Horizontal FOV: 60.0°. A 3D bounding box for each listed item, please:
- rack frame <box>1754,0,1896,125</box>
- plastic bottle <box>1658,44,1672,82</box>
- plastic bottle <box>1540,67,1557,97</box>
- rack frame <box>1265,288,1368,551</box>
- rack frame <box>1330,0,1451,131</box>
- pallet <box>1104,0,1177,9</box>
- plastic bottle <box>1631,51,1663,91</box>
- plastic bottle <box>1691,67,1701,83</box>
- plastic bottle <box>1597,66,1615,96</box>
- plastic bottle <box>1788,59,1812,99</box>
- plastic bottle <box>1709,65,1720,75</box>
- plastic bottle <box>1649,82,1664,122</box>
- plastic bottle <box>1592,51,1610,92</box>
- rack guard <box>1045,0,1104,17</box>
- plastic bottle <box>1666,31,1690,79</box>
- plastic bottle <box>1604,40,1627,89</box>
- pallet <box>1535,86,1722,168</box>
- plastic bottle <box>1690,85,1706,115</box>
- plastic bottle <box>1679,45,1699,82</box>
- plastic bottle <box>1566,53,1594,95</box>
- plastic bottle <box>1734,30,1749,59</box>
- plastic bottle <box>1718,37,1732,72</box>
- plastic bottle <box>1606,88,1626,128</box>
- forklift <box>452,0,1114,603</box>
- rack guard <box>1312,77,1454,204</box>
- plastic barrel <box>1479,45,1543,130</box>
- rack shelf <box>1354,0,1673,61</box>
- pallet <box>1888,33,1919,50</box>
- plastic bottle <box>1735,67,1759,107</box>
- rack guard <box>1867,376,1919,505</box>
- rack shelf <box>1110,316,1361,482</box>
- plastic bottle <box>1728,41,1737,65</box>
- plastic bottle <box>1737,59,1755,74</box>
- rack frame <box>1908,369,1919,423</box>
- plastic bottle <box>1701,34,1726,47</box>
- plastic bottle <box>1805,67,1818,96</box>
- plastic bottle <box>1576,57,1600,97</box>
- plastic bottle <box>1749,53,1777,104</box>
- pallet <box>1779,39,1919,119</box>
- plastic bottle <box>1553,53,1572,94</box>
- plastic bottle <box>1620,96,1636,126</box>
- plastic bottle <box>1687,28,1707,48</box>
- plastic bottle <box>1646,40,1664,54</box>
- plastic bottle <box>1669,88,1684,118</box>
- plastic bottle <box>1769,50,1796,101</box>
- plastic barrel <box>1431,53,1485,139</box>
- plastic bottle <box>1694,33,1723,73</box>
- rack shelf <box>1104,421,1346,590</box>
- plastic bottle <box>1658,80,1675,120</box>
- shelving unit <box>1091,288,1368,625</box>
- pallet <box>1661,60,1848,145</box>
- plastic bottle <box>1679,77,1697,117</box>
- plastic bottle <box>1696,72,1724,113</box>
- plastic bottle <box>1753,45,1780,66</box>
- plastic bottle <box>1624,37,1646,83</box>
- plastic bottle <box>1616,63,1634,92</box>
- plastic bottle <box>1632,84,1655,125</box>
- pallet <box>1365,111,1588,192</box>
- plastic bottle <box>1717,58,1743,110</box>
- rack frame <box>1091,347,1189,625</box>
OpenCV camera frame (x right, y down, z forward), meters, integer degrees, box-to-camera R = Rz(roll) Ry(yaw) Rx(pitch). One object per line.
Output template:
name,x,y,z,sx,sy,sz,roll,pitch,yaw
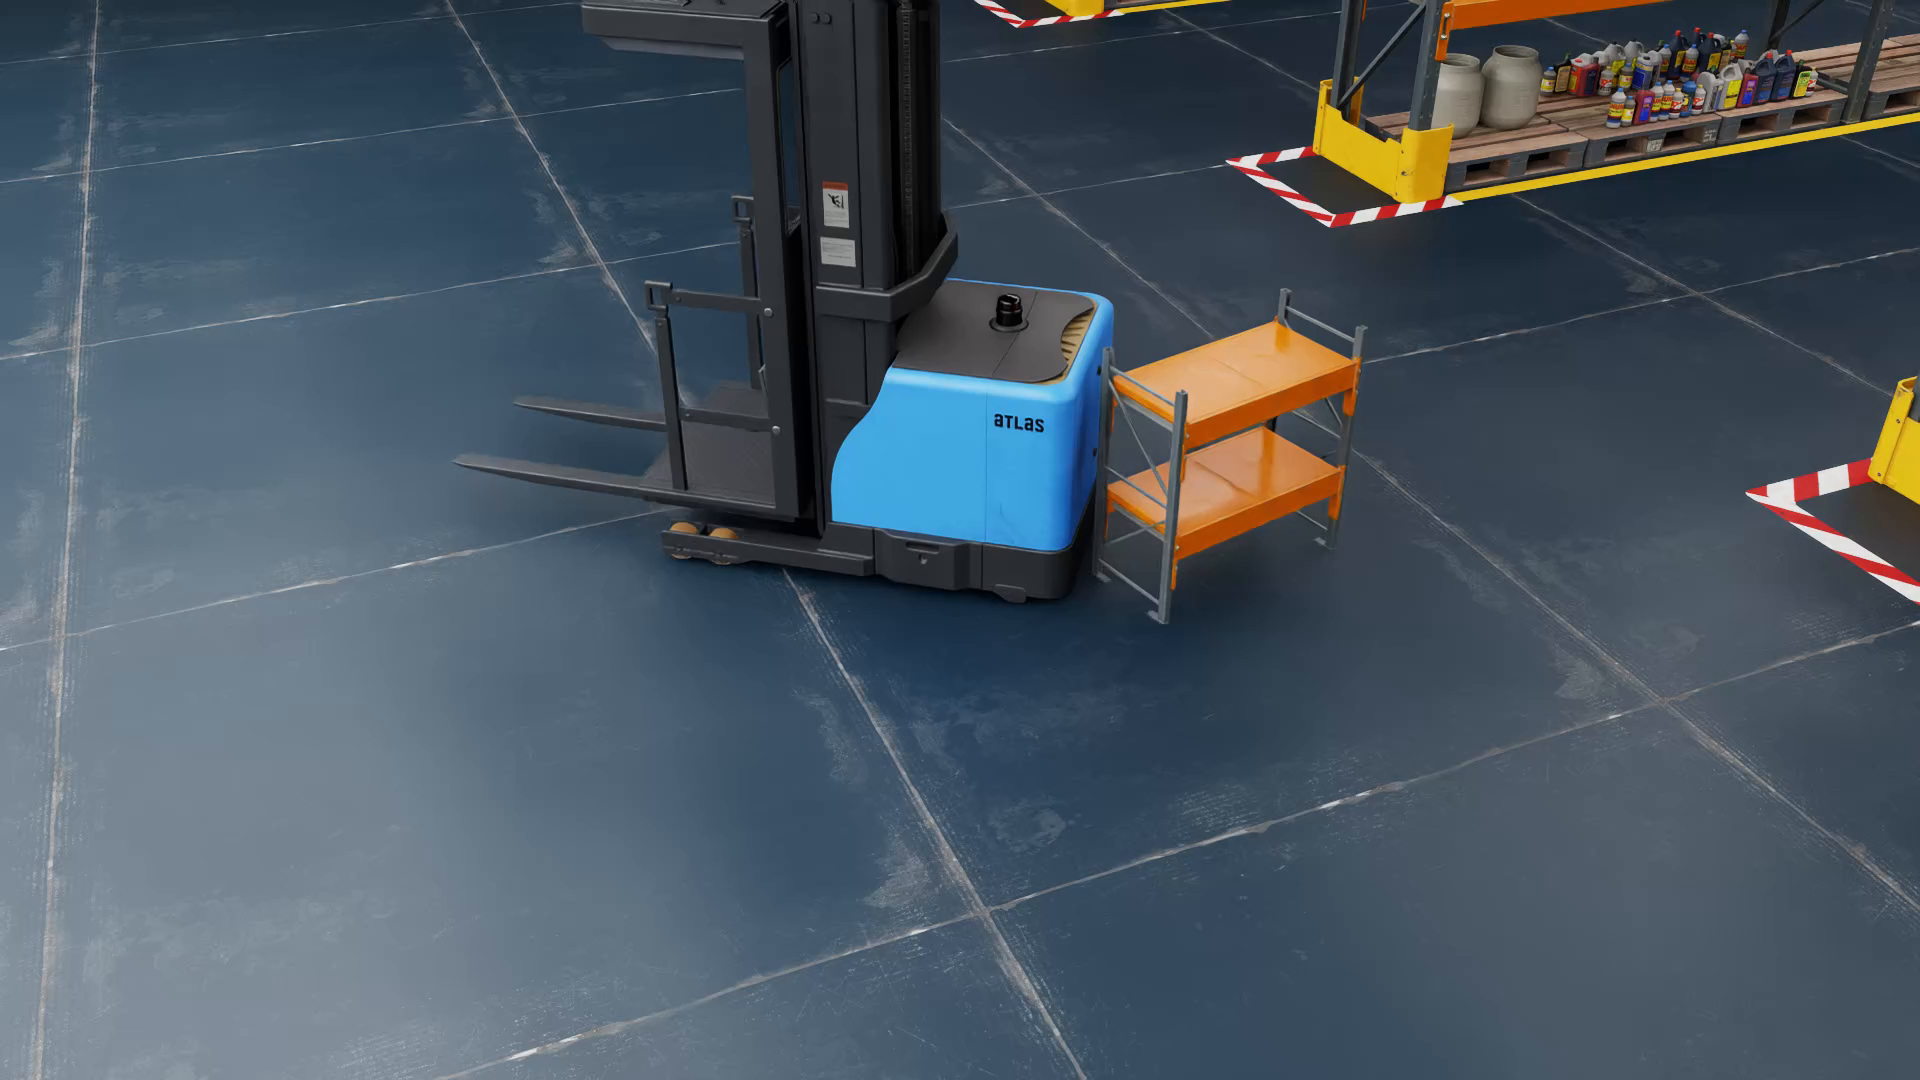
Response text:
rack frame,6.567,-4.655,12.155,0.127,3.000,1.000,-13,35,-19
plastic bottle,5.367,-3.645,12.700,0.097,0.271,0.097,0,33,0
plastic bottle,4.402,-3.431,12.435,0.097,0.201,0.097,0,33,0
rack frame,1.582,-0.537,7.543,0.032,1.125,0.500,-21,38,-29
rack frame,2.879,-3.811,10.857,0.127,3.000,1.000,-13,35,-19
pallet,1.653,-5.316,15.727,1.213,0.211,1.003,-13,35,-19
plastic bottle,5.176,-3.538,12.531,0.135,0.276,0.152,-13,35,-19
plastic bottle,5.417,-3.333,12.209,0.133,0.283,0.061,-13,35,-19
plastic bottle,4.839,-3.441,12.450,0.097,0.201,0.097,0,33,0
plastic bottle,6.251,-3.434,12.364,0.133,0.283,0.061,-11,35,-17
plastic bottle,5.546,-3.358,12.247,0.133,0.283,0.061,-13,35,-19
plastic bottle,4.987,-3.150,11.939,0.097,0.271,0.097,0,33,0
plastic bottle,4.773,-3.531,12.520,0.135,0.276,0.152,-14,36,-20
rack guard,0.942,-5.250,15.360,0.348,0.500,1.175,-13,35,-19
plastic bottle,5.488,-3.728,12.755,0.185,0.351,0.144,-14,36,-21
plastic bottle,4.924,-3.599,12.556,0.185,0.351,0.144,-11,35,-17
pallet,4.805,-3.106,12.330,1.213,0.211,1.003,-13,35,-19
plastic bottle,5.360,-3.206,12.090,0.097,0.201,0.097,0,33,0
plastic bottle,5.575,-3.643,12.697,0.097,0.271,0.097,0,33,0
plastic bottle,4.645,-3.501,12.475,0.135,0.276,0.152,-13,35,-19
plastic bottle,6.103,-3.849,13.014,0.097,0.271,0.097,0,33,0
plastic bottle,5.858,-3.719,12.803,0.133,0.283,0.061,-13,35,-19
plastic bottle,4.671,-3.078,11.828,0.097,0.271,0.097,0,33,0
forklift,-0.870,-1.383,7.188,3.031,2.935,1.130,8,34,12
rack guard,2.931,-2.803,11.599,0.348,0.500,1.175,-13,35,-19
plastic barrel,3.918,-3.227,11.856,0.421,0.512,0.421,0,33,0
rack shelf,4.723,-3.932,11.702,4.000,0.370,1.077,-13,35,-19
pallet,8.402,-3.932,13.599,1.213,0.211,1.003,-13,35,-19
plastic bottle,5.774,-3.325,12.196,0.133,0.283,0.061,-11,35,-16
rack guard,4.866,-0.289,7.735,0.348,0.500,1.175,-13,35,-19
rack shelf,1.166,-0.623,7.139,1.000,0.278,0.538,-21,38,-29
plastic bottle,6.010,-3.799,13.000,0.097,0.201,0.097,0,33,0
plastic bottle,5.827,-3.446,12.390,0.135,0.276,0.152,-13,35,-19
rack frame,4.796,-1.320,7.029,0.127,3.000,1.000,-13,35,-19
plastic bottle,5.816,-3.769,12.887,0.135,0.276,0.152,-12,35,-17
plastic bottle,6.353,-3.434,12.439,0.097,0.201,0.097,0,33,0
plastic bottle,4.687,-3.451,12.391,0.133,0.283,0.061,-13,35,-19
plastic bottle,5.908,-3.408,12.263,0.185,0.351,0.144,-15,36,-21
pallet,7.276,-3.672,13.200,1.213,0.211,1.003,-13,35,-19
plastic bottle,4.503,-3.499,12.464,0.133,0.283,0.061,-12,35,-18
plastic bottle,4.766,-3.070,11.881,0.097,0.201,0.097,0,33,0
plastic bottle,5.662,-3.768,12.816,0.185,0.351,0.144,-12,35,-18
plastic bottle,5.320,-3.686,12.752,0.133,0.283,0.061,-11,35,-17
plastic bottle,5.171,-3.163,12.023,0.097,0.201,0.097,0,33,0
plastic bottle,6.085,-3.449,12.325,0.185,0.351,0.144,-14,36,-20
plastic barrel,3.456,-3.122,11.693,0.421,0.512,0.421,0,33,0
plastic bottle,5.718,-3.695,12.704,0.185,0.351,0.144,-13,35,-19
rack shelf,1.166,-0.172,7.432,1.000,0.278,0.538,-21,38,-29
plastic bottle,5.079,-3.171,11.972,0.097,0.271,0.097,0,33,0
shelving unit,1.166,-0.377,7.298,1.048,1.125,0.538,-21,38,-29
pallet,5.931,-3.366,12.729,1.213,0.211,1.003,-13,35,-19
plastic bottle,5.266,-3.214,12.038,0.097,0.271,0.097,0,33,0
plastic bottle,5.458,-3.276,12.129,0.135,0.276,0.152,-12,35,-18
plastic bottle,6.029,-3.521,12.437,0.185,0.351,0.144,-13,35,-19
plastic bottle,5.096,-3.638,12.617,0.185,0.351,0.144,-13,35,-19
plastic bottle,5.012,-3.485,12.518,0.097,0.201,0.097,0,33,0
plastic bottle,4.887,-3.121,11.884,0.133,0.283,0.061,-12,35,-18
pallet,3.682,-2.851,11.938,1.213,0.211,1.003,-13,35,-19
plastic bottle,5.610,-3.340,12.158,0.185,0.351,0.144,-13,35,-19
rack frame,0.750,-0.218,7.054,0.032,1.125,0.500,-21,38,-29
